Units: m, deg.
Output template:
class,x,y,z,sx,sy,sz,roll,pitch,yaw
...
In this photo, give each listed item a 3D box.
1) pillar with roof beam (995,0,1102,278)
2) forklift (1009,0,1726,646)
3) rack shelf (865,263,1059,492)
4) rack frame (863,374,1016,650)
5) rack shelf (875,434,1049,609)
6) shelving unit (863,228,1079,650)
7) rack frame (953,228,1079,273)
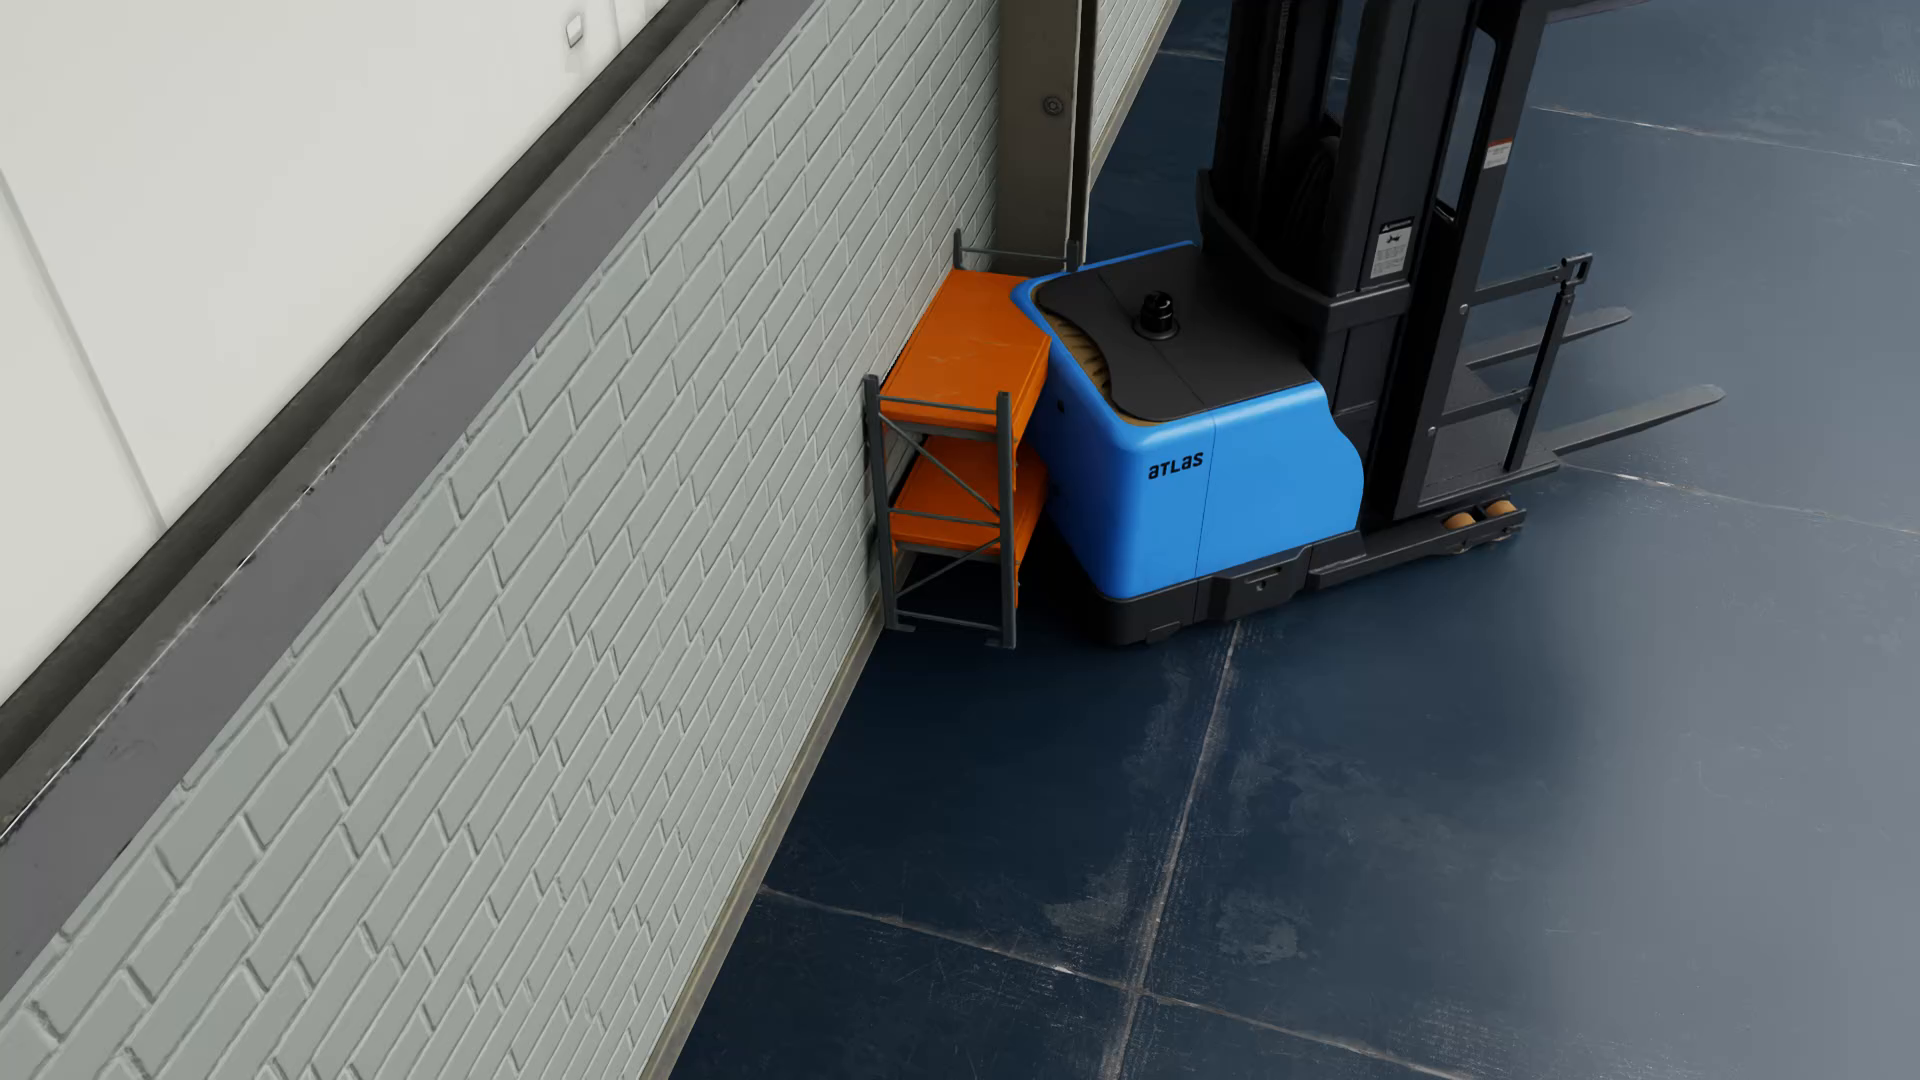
class,x,y,z,sx,sy,sz,roll,pitch,yaw
pillar with roof beam,4.452,-3.122,3.506,9.100,9.000,0.400,13,46,13
forklift,1.732,-1.319,6.002,3.031,2.935,1.130,-16,47,-16
rack shelf,0.071,-0.616,6.030,0.538,0.278,1.000,9,41,13
rack frame,-0.057,-0.076,5.841,0.500,1.125,0.032,9,41,13
rack shelf,0.090,-0.201,6.371,0.538,0.278,1.000,9,41,13
shelving unit,0.081,-0.390,6.215,0.538,1.125,1.048,9,41,13
rack frame,0.219,-0.705,6.590,0.500,1.125,0.032,9,41,13
